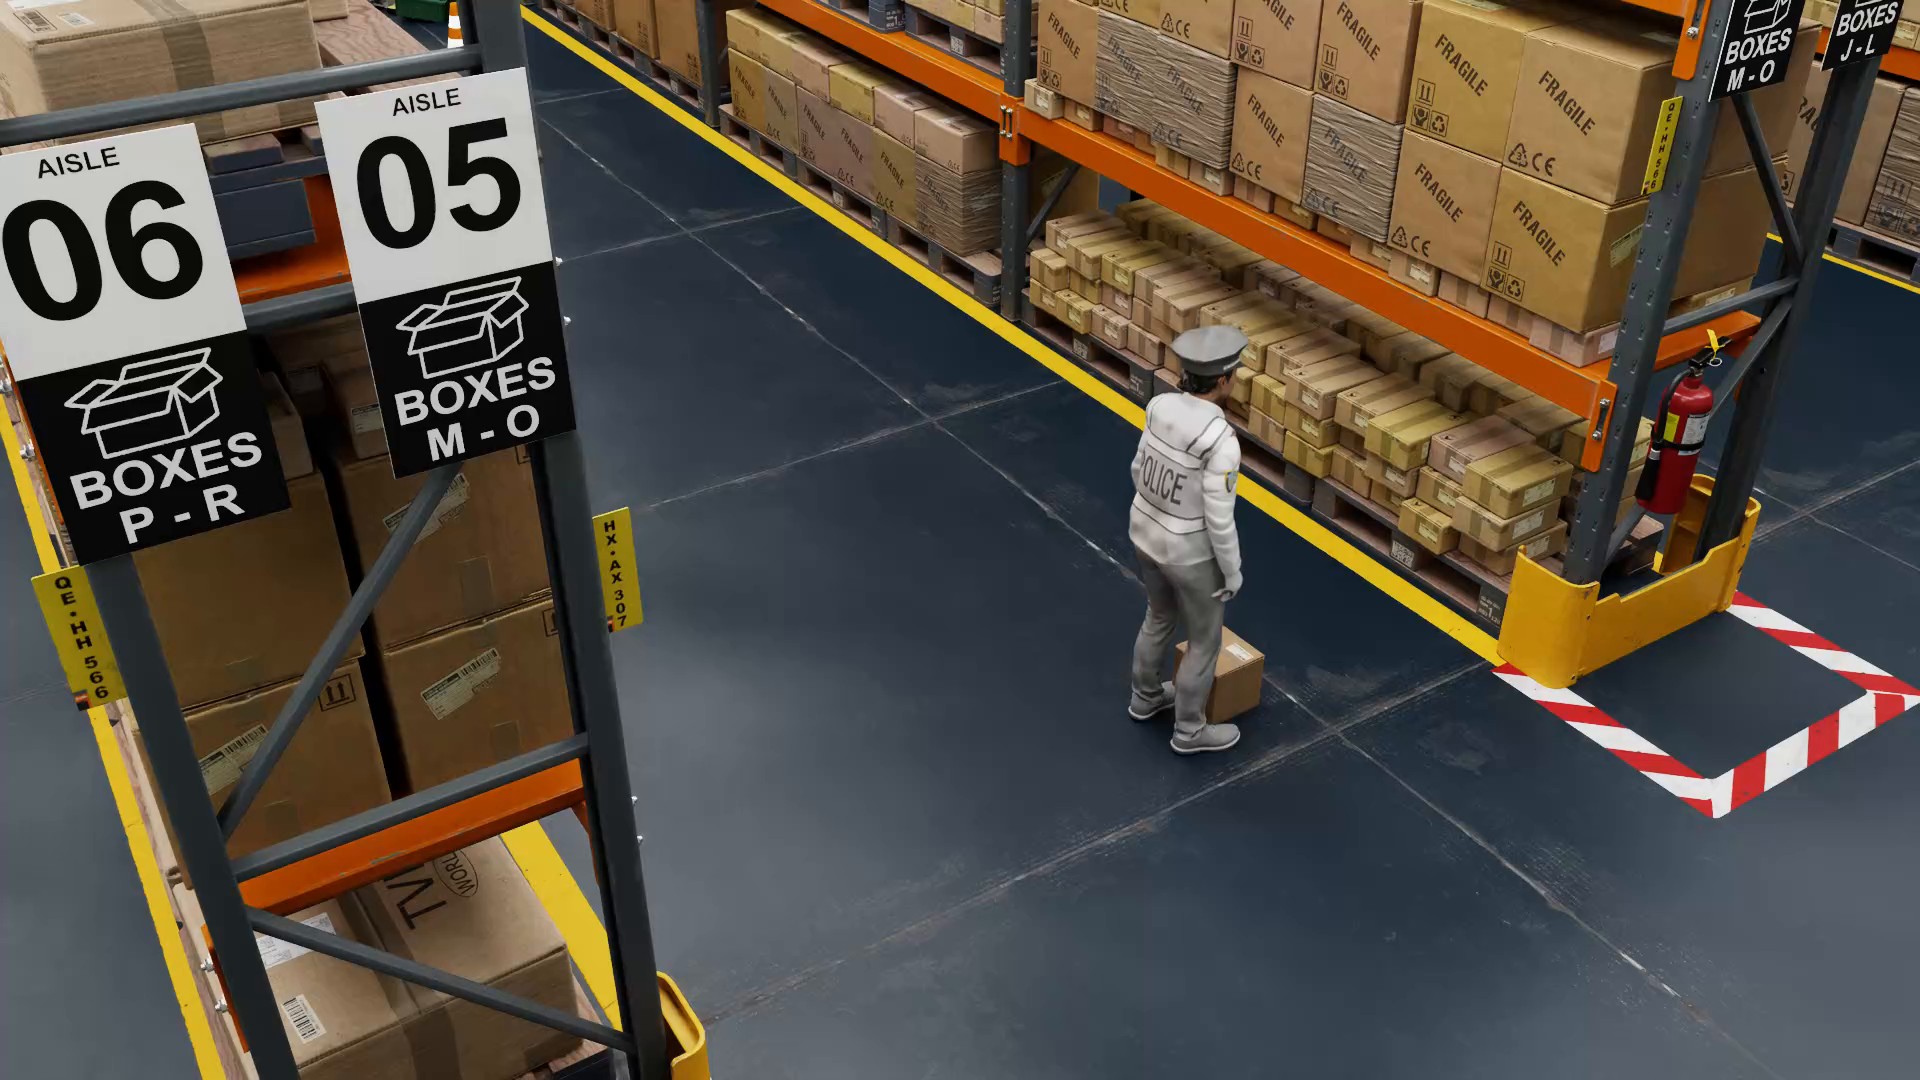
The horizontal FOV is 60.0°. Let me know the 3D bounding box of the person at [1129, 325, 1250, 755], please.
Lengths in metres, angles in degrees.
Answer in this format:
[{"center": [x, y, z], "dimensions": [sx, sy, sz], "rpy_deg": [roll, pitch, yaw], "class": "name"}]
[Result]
[{"center": [0.827, 0.020, 6.103], "dimensions": [0.371, 1.663, 0.530], "rpy_deg": [-19, 37, -27], "class": "person"}]
